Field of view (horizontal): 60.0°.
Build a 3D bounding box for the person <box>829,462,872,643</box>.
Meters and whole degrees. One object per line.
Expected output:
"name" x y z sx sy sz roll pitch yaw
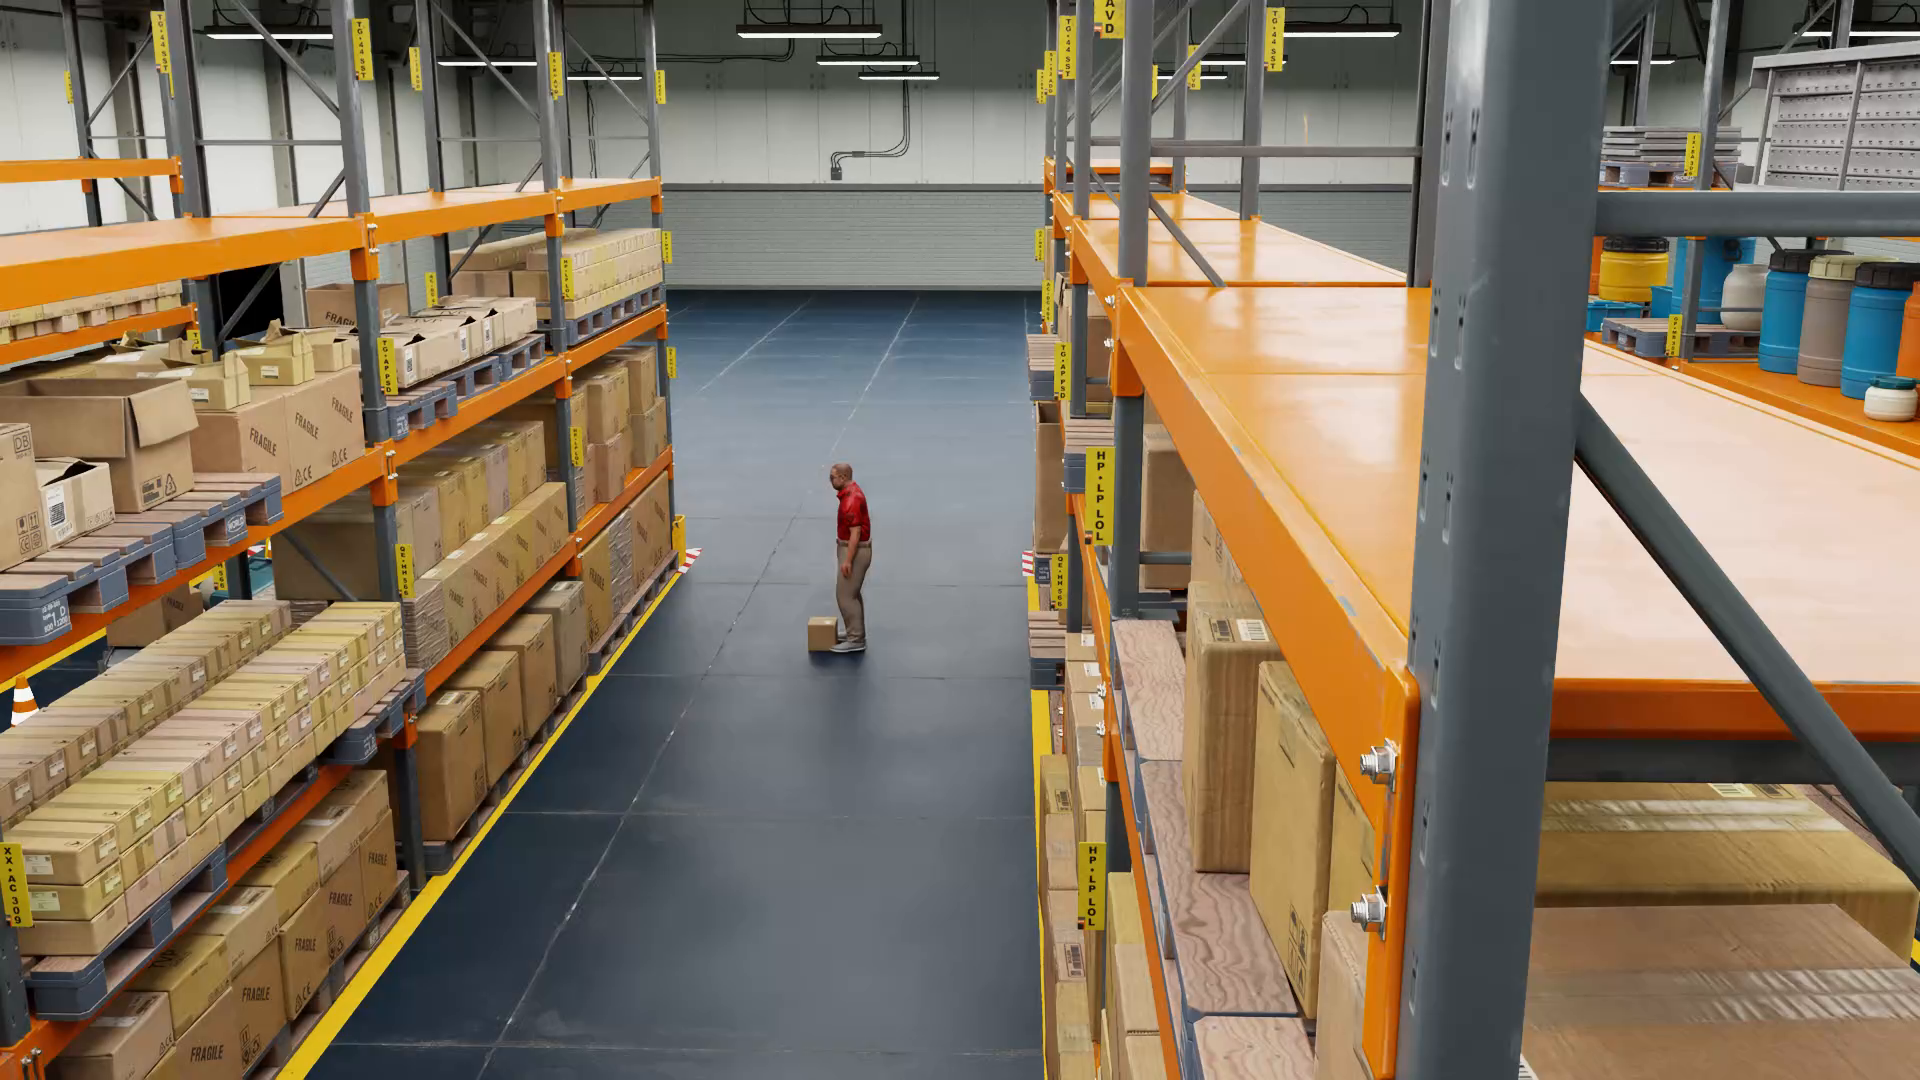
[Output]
"person" -0.980 0.105 14.953 0.371 1.655 0.588 0 14 -2
